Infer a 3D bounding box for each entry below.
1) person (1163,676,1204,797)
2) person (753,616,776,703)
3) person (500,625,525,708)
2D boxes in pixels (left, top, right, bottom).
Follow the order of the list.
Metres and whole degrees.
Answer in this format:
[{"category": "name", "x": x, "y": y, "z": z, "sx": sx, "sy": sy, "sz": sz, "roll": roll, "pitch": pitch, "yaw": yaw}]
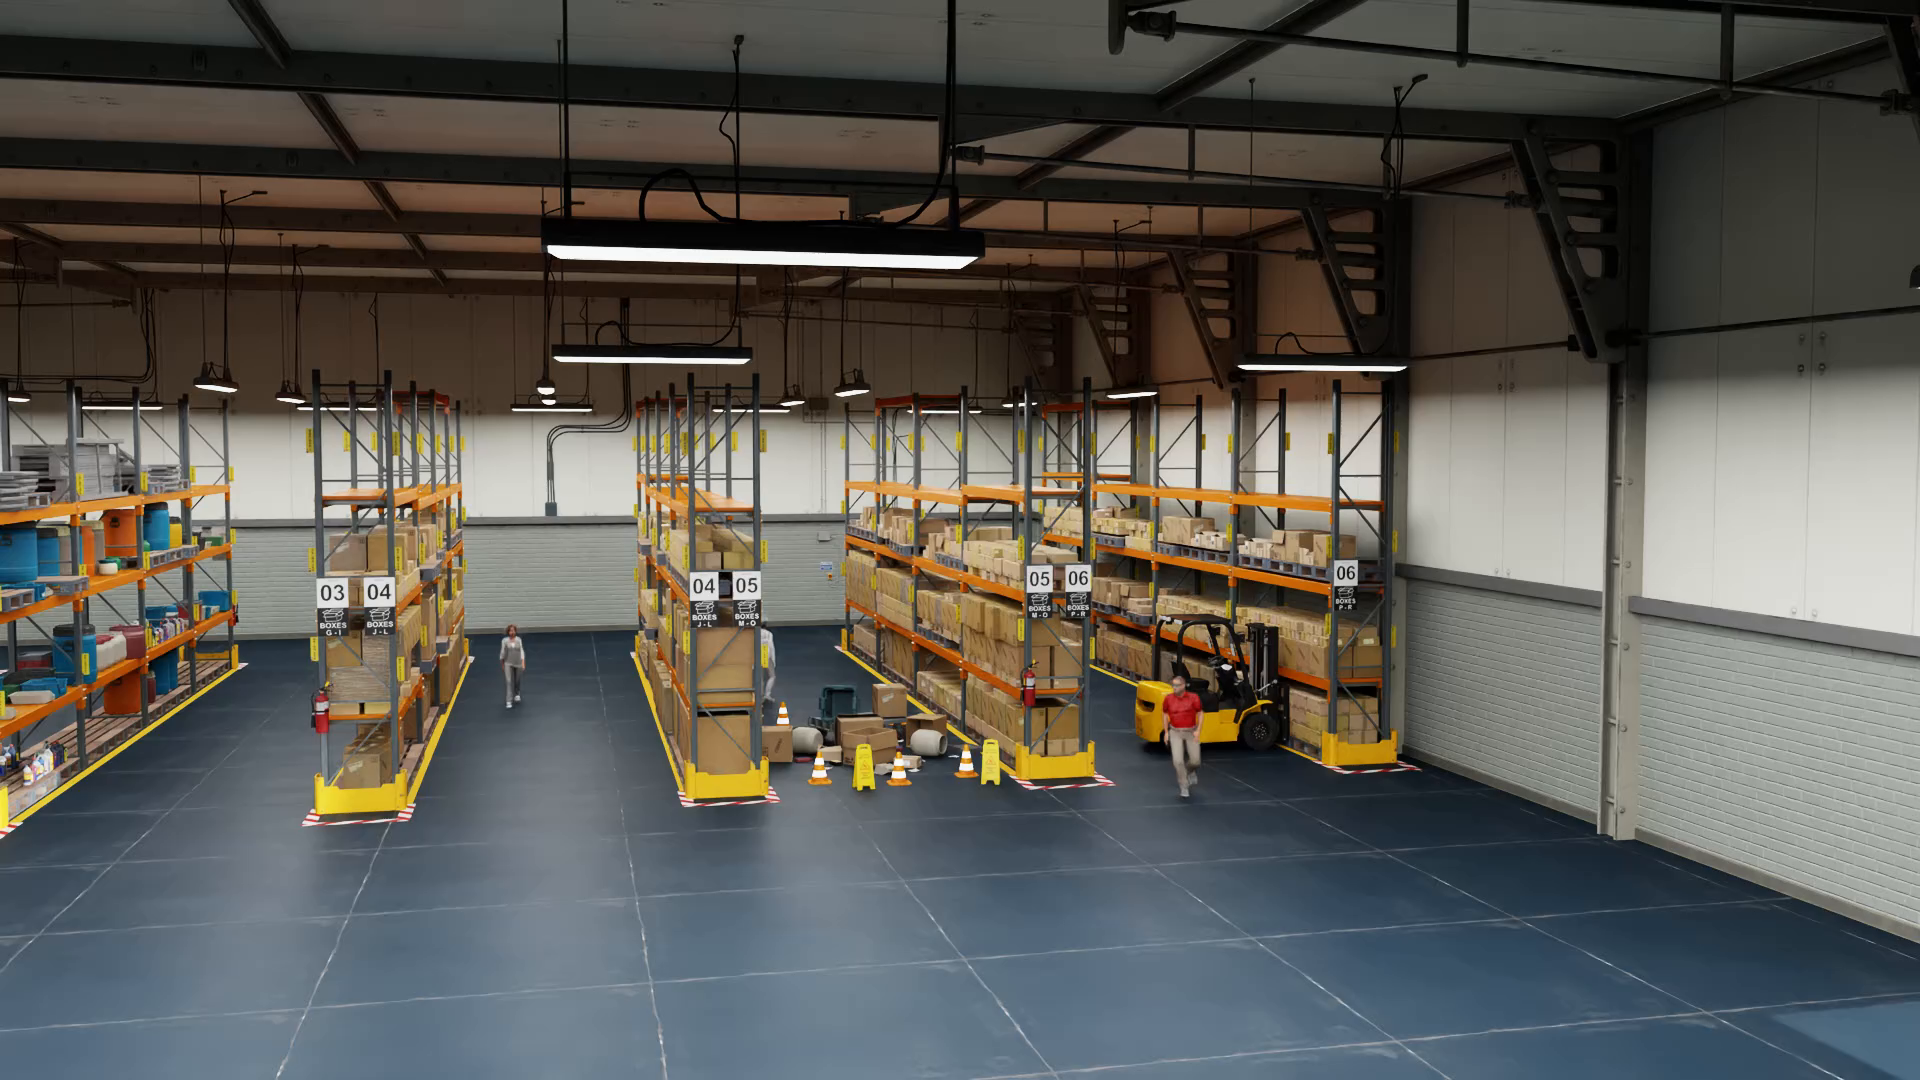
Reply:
[{"category": "person", "x": 3.194, "y": 2.788, "z": 23.816, "sx": 0.589, "sy": 1.698, "sz": 0.639, "roll": 0, "pitch": 3, "yaw": 8}, {"category": "person", "x": -3.813, "y": 2.317, "z": 32.062, "sx": 0.527, "sy": 1.681, "sz": 0.485, "roll": 1, "pitch": 3, "yaw": 14}, {"category": "person", "x": -8.517, "y": 2.381, "z": 31.653, "sx": 0.458, "sy": 1.535, "sz": 0.972, "roll": -1, "pitch": 3, "yaw": -13}]
